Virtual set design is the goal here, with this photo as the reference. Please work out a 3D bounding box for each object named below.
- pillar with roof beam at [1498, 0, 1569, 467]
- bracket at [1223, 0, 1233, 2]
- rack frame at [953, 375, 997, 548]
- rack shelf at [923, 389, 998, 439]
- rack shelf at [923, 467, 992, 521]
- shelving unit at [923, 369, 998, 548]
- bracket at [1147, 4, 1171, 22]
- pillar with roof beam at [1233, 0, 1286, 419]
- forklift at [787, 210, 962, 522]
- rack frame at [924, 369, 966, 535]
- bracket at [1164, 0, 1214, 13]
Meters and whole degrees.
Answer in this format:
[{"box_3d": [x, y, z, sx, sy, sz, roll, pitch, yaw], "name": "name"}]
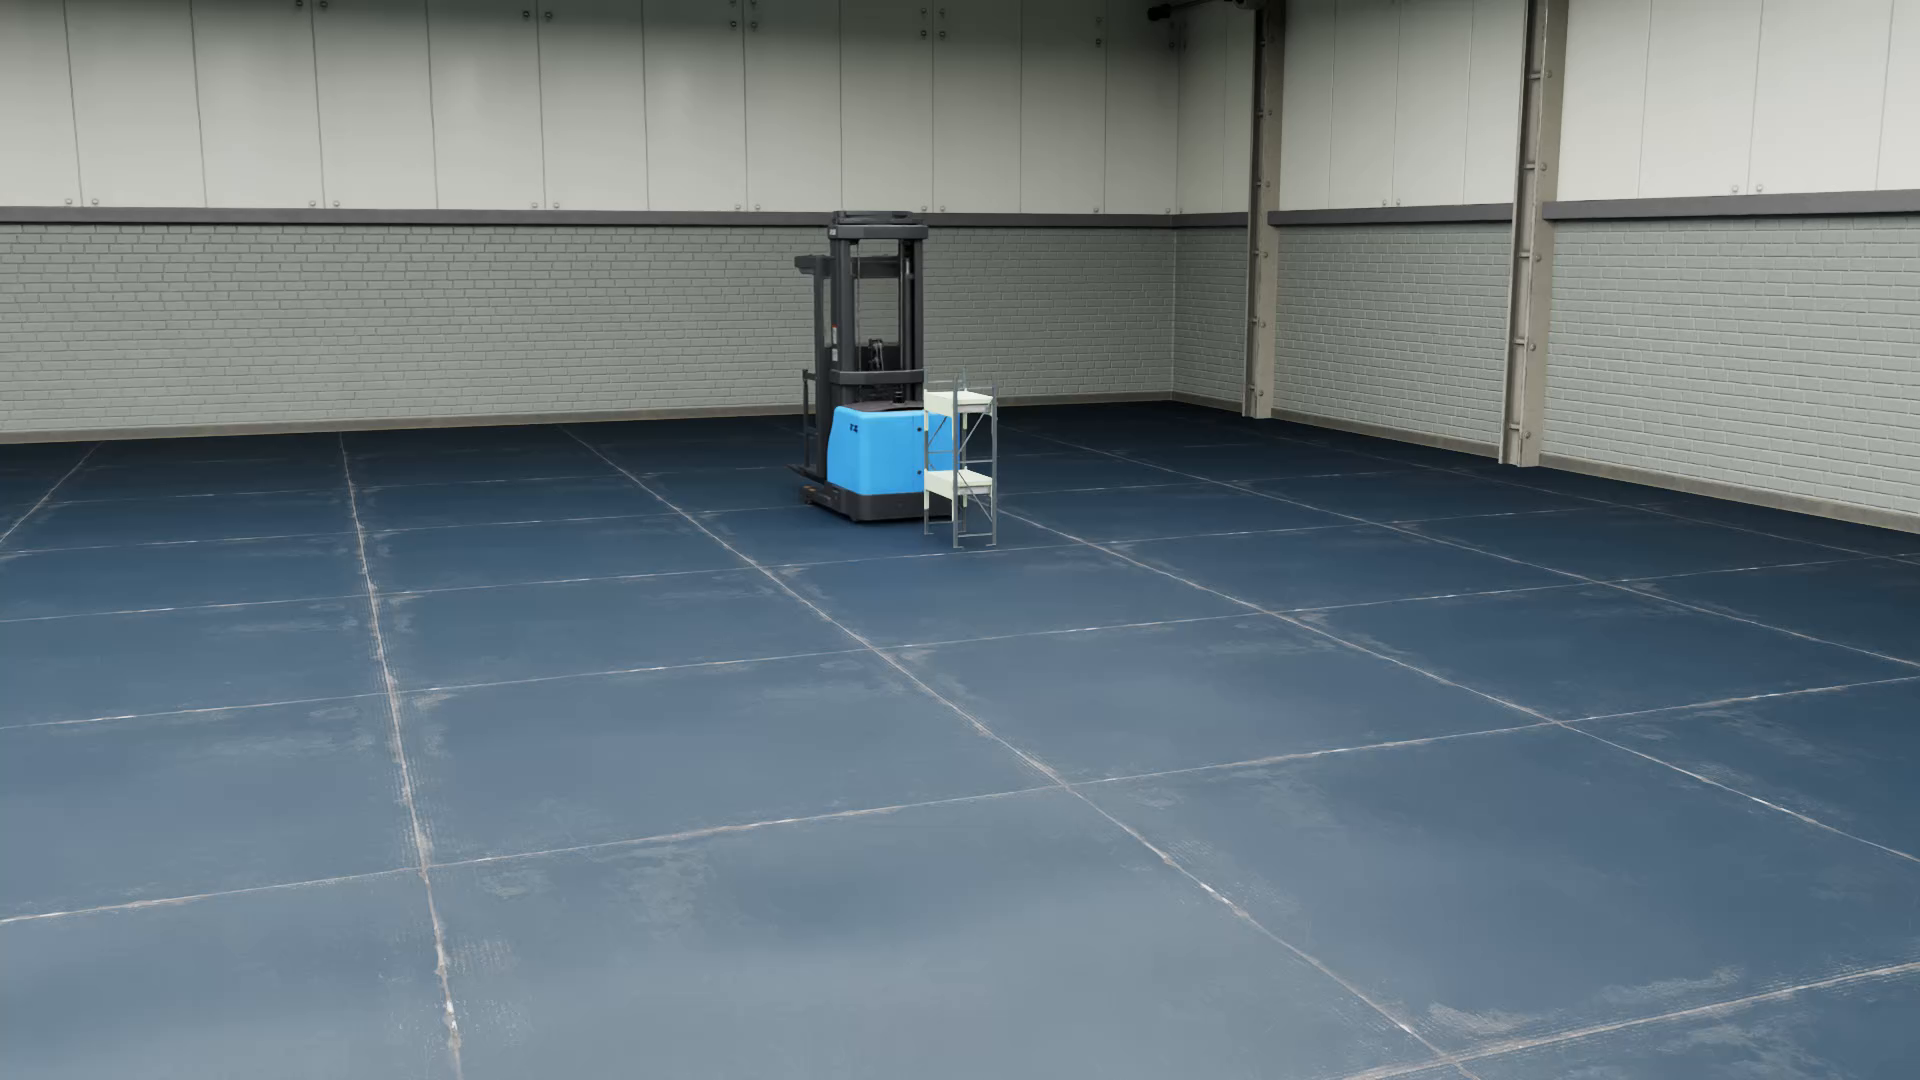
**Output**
[{"box_3d": [2.731, -5.069, 17.721, 9.100, 9.000, 0.400, -4, 11, -21], "name": "pillar with roof beam"}, {"box_3d": [4.087, -8.139, 24.701, 0.235, 0.232, 0.430, -4, 11, -21], "name": "bracket"}, {"box_3d": [0.130, -0.680, 14.459, 0.400, 1.500, 0.023, -4, 11, -21], "name": "rack frame"}, {"box_3d": [-0.002, -1.124, 14.727, 0.431, 0.370, 0.720, -4, 11, -21], "name": "rack shelf"}, {"box_3d": [-0.002, -0.419, 14.852, 0.431, 0.370, 0.720, -4, 11, -21], "name": "rack shelf"}, {"box_3d": [-0.002, -0.739, 14.795, 0.431, 1.500, 0.755, -4, 11, -21], "name": "shelving unit"}, {"box_3d": [3.229, -8.526, 26.876, 0.235, 0.232, 0.430, -4, 11, -21], "name": "bracket"}, {"box_3d": [0.556, -6.048, 23.227, 9.100, 9.000, 0.548, -4, 11, -21], "name": "pillar with roof beam"}, {"box_3d": [-1.012, -1.828, 16.830, 1.130, 2.935, 3.031, -4, 11, -22], "name": "forklift"}, {"box_3d": [-0.135, -0.799, 15.131, 0.400, 1.500, 0.023, -4, 11, -21], "name": "rack frame"}, {"box_3d": [3.443, -8.429, 26.334, 0.076, 0.066, 3.189, -4, 11, -21], "name": "bracket"}]
